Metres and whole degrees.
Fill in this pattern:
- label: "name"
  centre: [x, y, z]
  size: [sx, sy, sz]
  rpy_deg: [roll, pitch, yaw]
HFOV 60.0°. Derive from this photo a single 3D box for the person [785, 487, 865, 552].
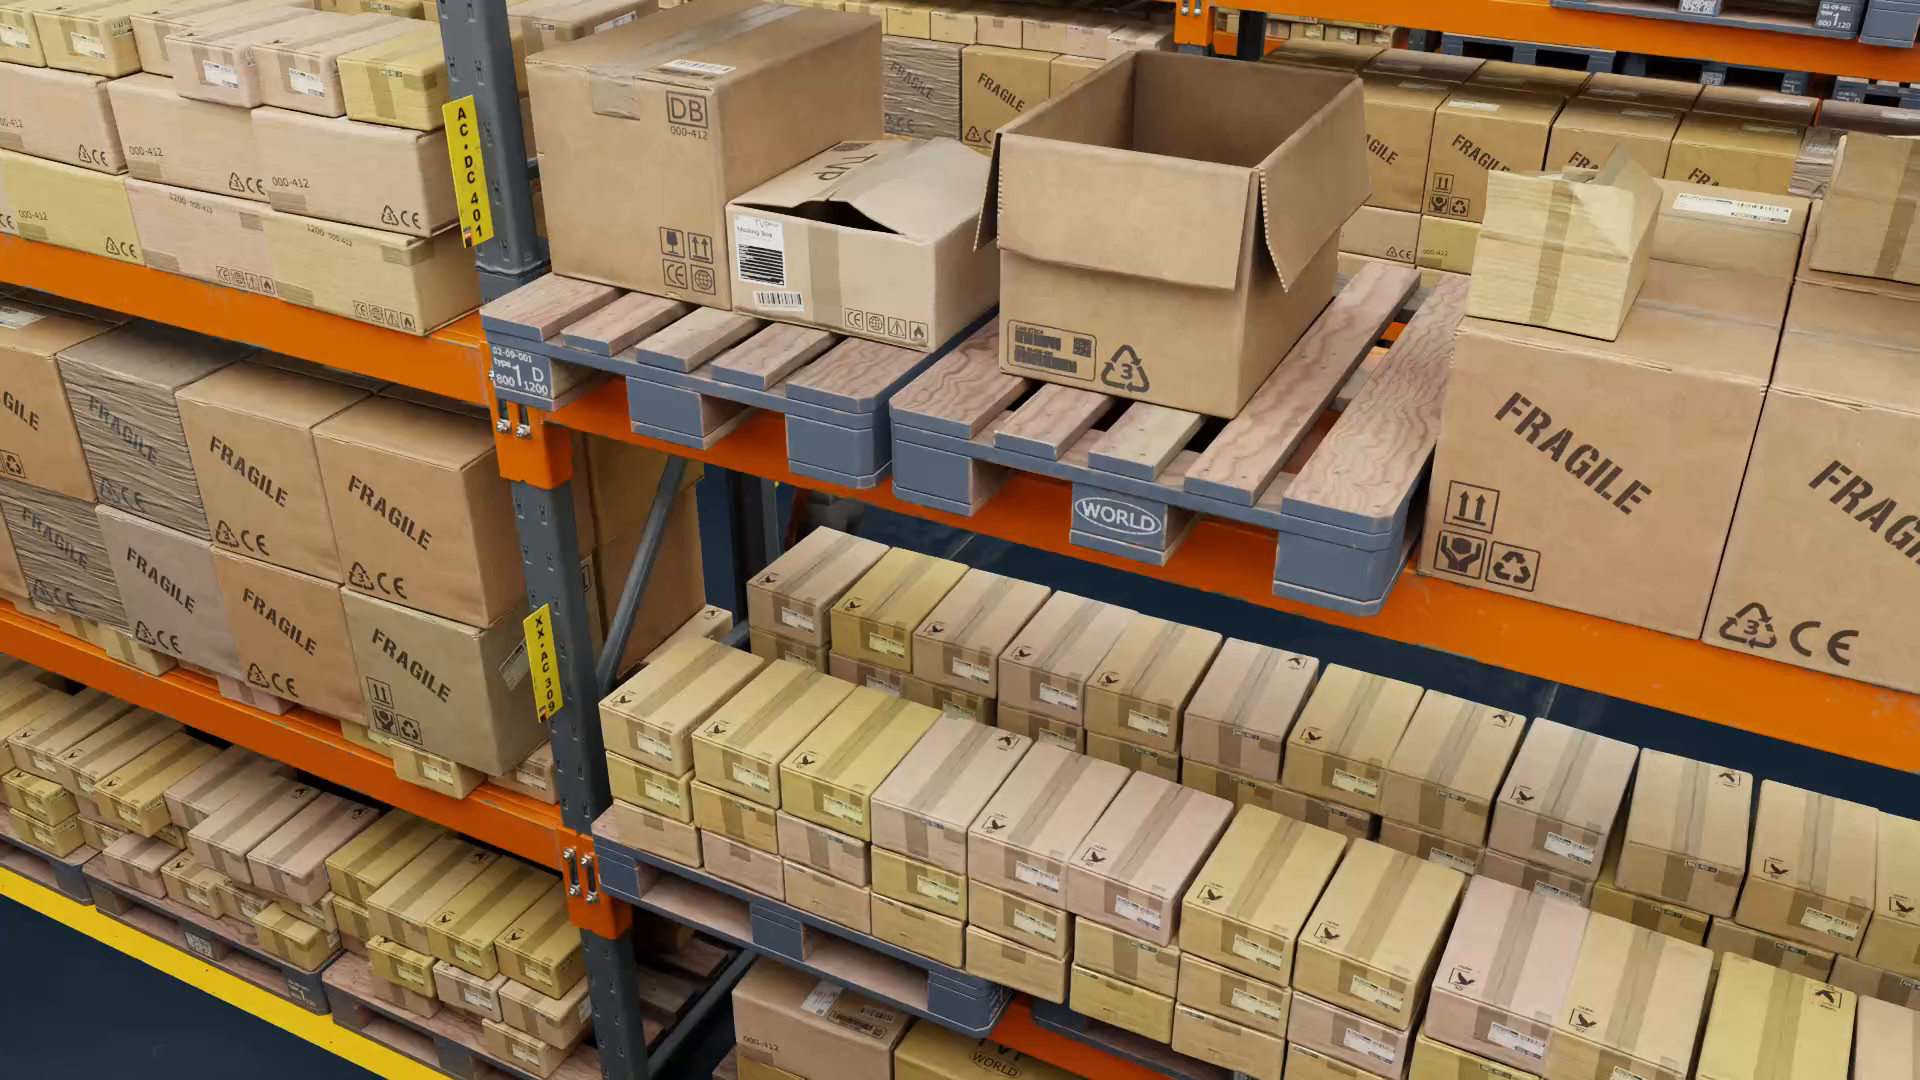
- label: "person"
  centre: [-0.644, -0.096, 7.393]
  size: [0.401, 1.561, 0.513]
  rpy_deg: [13, 33, 21]
